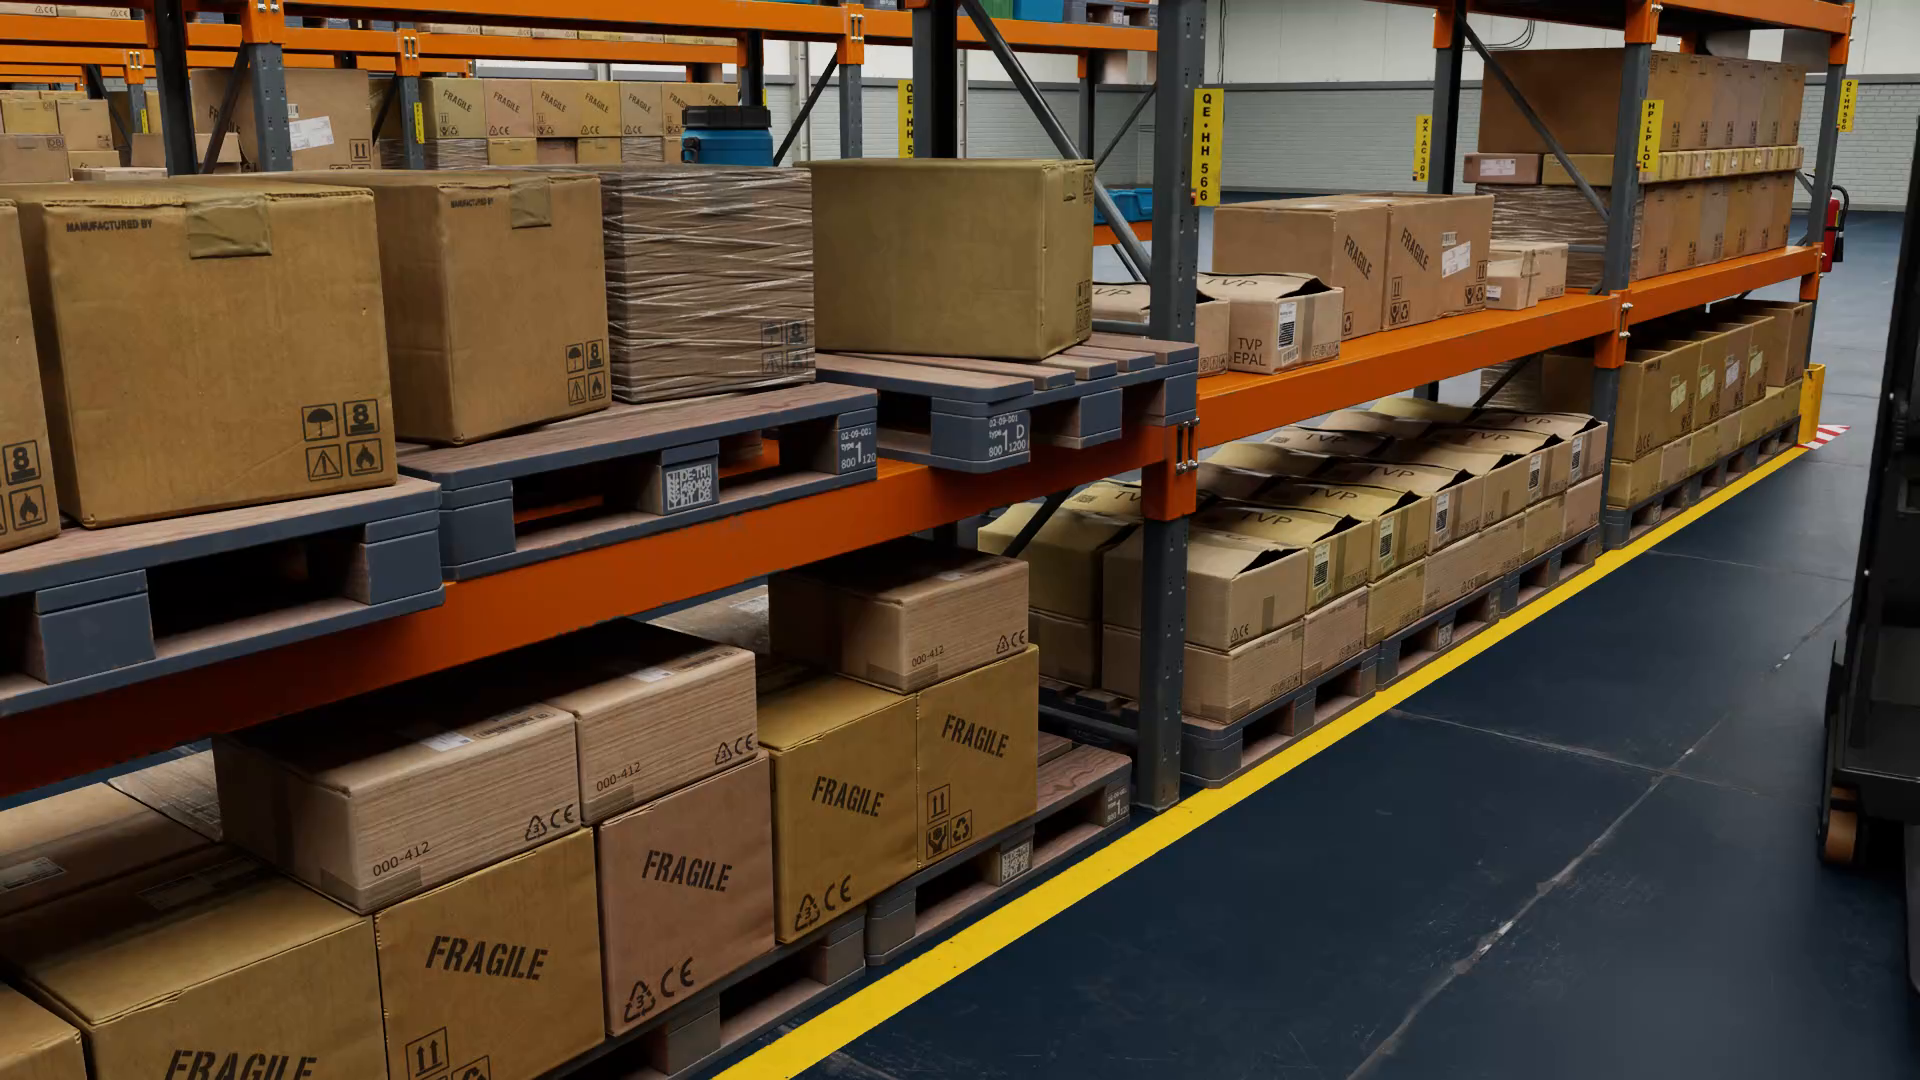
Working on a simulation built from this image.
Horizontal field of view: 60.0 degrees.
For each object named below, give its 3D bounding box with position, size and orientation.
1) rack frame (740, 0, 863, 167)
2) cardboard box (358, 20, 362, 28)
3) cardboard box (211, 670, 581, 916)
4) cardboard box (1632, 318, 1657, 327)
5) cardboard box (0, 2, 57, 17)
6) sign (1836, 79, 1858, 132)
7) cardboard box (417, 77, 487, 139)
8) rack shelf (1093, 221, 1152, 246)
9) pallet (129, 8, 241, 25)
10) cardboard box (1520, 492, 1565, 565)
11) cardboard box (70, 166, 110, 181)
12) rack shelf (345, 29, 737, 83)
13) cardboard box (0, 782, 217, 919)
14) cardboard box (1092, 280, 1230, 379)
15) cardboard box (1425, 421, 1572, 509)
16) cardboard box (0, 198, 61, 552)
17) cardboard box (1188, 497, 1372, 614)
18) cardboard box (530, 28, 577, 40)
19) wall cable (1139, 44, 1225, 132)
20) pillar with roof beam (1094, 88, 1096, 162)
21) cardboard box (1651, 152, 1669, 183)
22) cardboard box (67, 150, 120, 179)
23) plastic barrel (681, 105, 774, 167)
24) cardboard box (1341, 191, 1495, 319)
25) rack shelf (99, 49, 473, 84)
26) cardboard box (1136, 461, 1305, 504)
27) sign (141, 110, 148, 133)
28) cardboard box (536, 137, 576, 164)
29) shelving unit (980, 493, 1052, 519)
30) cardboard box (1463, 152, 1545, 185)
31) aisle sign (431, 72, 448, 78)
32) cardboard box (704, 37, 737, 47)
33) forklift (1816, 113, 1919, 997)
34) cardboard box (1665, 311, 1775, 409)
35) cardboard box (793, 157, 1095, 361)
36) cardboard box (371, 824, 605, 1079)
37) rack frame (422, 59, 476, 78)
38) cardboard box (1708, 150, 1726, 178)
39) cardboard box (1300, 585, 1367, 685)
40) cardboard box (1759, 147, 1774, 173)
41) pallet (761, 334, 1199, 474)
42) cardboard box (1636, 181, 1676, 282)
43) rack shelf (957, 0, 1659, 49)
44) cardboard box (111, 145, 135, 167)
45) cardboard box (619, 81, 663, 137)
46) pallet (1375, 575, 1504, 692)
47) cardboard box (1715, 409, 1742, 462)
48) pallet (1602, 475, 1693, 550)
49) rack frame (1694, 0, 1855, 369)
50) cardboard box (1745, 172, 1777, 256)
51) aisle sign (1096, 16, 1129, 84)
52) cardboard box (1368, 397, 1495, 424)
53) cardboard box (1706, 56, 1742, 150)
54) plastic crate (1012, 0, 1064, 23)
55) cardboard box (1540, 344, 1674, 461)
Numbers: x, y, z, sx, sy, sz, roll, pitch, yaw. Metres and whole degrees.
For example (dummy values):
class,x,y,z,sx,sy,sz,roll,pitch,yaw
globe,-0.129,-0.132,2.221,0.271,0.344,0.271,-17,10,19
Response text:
class,x,y,z,sx,sy,sz,roll,pitch,yaw
rack frame,-1.063,-2.211,11.236,1.000,3.000,0.127,11,18,38
cardboard box,-6.781,-5.804,18.739,0.380,0.149,0.250,11,18,37
cardboard box,-1.118,0.476,3.316,0.500,0.250,0.500,11,18,38
cardboard box,3.847,-1.089,10.028,0.500,0.500,0.500,11,18,38
cardboard box,-6.613,-3.742,11.473,0.500,0.250,0.500,12,18,39
sign,5.715,-2.800,10.719,0.100,0.325,0.005,11,18,38
cardboard box,-4.434,-3.702,14.266,0.500,0.500,0.500,11,18,38
rack shelf,0.194,-2.246,12.832,1.077,0.370,4.000,11,18,38
pallet,-6.035,-4.040,12.723,1.213,0.211,1.003,11,18,38
cardboard box,2.433,-0.094,7.633,0.500,0.250,0.500,11,18,37
cardboard box,-6.591,-2.711,12.624,0.396,0.266,0.258,11,18,36
rack shelf,-3.658,-4.466,15.480,1.077,0.370,4.000,11,18,38
cardboard box,-1.836,0.854,3.353,0.500,0.500,0.500,11,18,38
cardboard box,0.536,-0.698,5.459,0.500,0.311,0.500,13,19,41
cardboard box,2.434,-0.364,7.558,0.500,0.311,0.500,12,18,39
cardboard box,-1.769,-0.220,2.342,0.700,0.500,0.500,5,15,19
cardboard box,1.155,0.022,6.035,0.500,0.311,0.500,11,18,36
cardboard box,-3.784,-4.601,14.856,0.500,0.250,0.500,10,18,35
wall cable,6.625,-13.559,50.025,3.097,2.526,0.112,11,18,38
pillar with roof beam,7.093,-14.038,45.605,9.100,9.000,0.400,11,18,38
cardboard box,3.426,-1.926,8.593,0.380,0.149,0.250,11,18,36
cardboard box,-8.829,-3.672,16.782,0.500,0.500,0.500,11,18,37
plastic barrel,-1.541,-2.427,11.068,0.600,0.901,0.708,11,18,38
cardboard box,1.961,-1.247,7.237,0.500,0.500,0.500,13,19,41
rack shelf,-7.452,-5.253,18.578,1.077,0.370,4.000,11,18,38
cardboard box,1.052,-0.156,6.738,0.500,0.311,0.500,11,18,37
sign,-8.281,-4.206,16.895,0.100,0.325,0.005,11,18,38
cardboard box,-4.007,-3.449,15.300,0.875,0.500,0.500,11,18,38
shelving unit,-0.004,-0.544,8.479,0.538,1.125,1.048,11,18,38
cardboard box,2.792,-1.892,8.459,0.380,0.149,0.250,11,18,37
aisle sign,-6.384,-5.851,20.282,0.394,0.787,0.004,11,18,38
cardboard box,-2.506,-4.993,16.400,0.500,0.250,0.500,12,18,39
forklift,3.151,-0.475,4.541,1.130,2.935,3.031,7,16,27
cardboard box,4.579,-1.102,10.077,0.500,0.500,0.500,11,18,38
cardboard box,-0.034,-0.792,4.593,0.700,0.500,0.500,5,15,19
cardboard box,-1.100,0.833,3.436,0.500,0.500,0.500,12,18,38
rack frame,-6.195,-4.531,20.366,1.000,3.000,0.127,11,18,38
cardboard box,4.078,-2.126,9.378,0.380,0.149,0.250,11,18,37
cardboard box,1.147,0.300,6.083,0.500,0.250,0.500,11,18,36
cardboard box,4.726,-2.323,10.156,0.380,0.149,0.250,12,18,38
pallet,-0.098,-0.445,4.670,1.213,0.211,1.003,11,18,38
cardboard box,3.388,-1.681,8.943,0.700,0.500,0.500,11,18,37
rack shelf,1.531,-2.166,6.427,1.077,0.370,4.000,11,18,38
cardboard box,-8.487,-3.910,17.618,0.875,0.550,0.550,11,18,38
cardboard box,-3.180,-4.086,15.776,0.500,0.500,0.500,11,18,38
pallet,1.589,0.289,7.056,1.003,0.211,1.213,11,18,38
cardboard box,4.261,-0.644,9.796,0.500,0.250,0.500,11,18,38
pallet,3.320,-0.239,9.133,1.003,0.211,1.213,11,18,38
rack frame,5.302,-2.210,11.231,1.000,3.000,0.127,11,18,38
cardboard box,4.672,-2.070,10.476,0.700,0.500,0.500,12,18,39
aisle sign,1.269,-4.297,14.164,0.394,0.787,0.004,11,18,38
cardboard box,2.334,-0.546,8.274,0.500,0.311,0.500,11,18,38
cardboard box,4.008,-2.496,9.517,0.700,0.500,0.500,11,18,38
plastic crate,0.487,-4.012,12.263,0.392,0.384,0.575,11,18,38
cardboard box,3.323,-0.719,8.569,0.500,0.500,0.500,11,18,38
